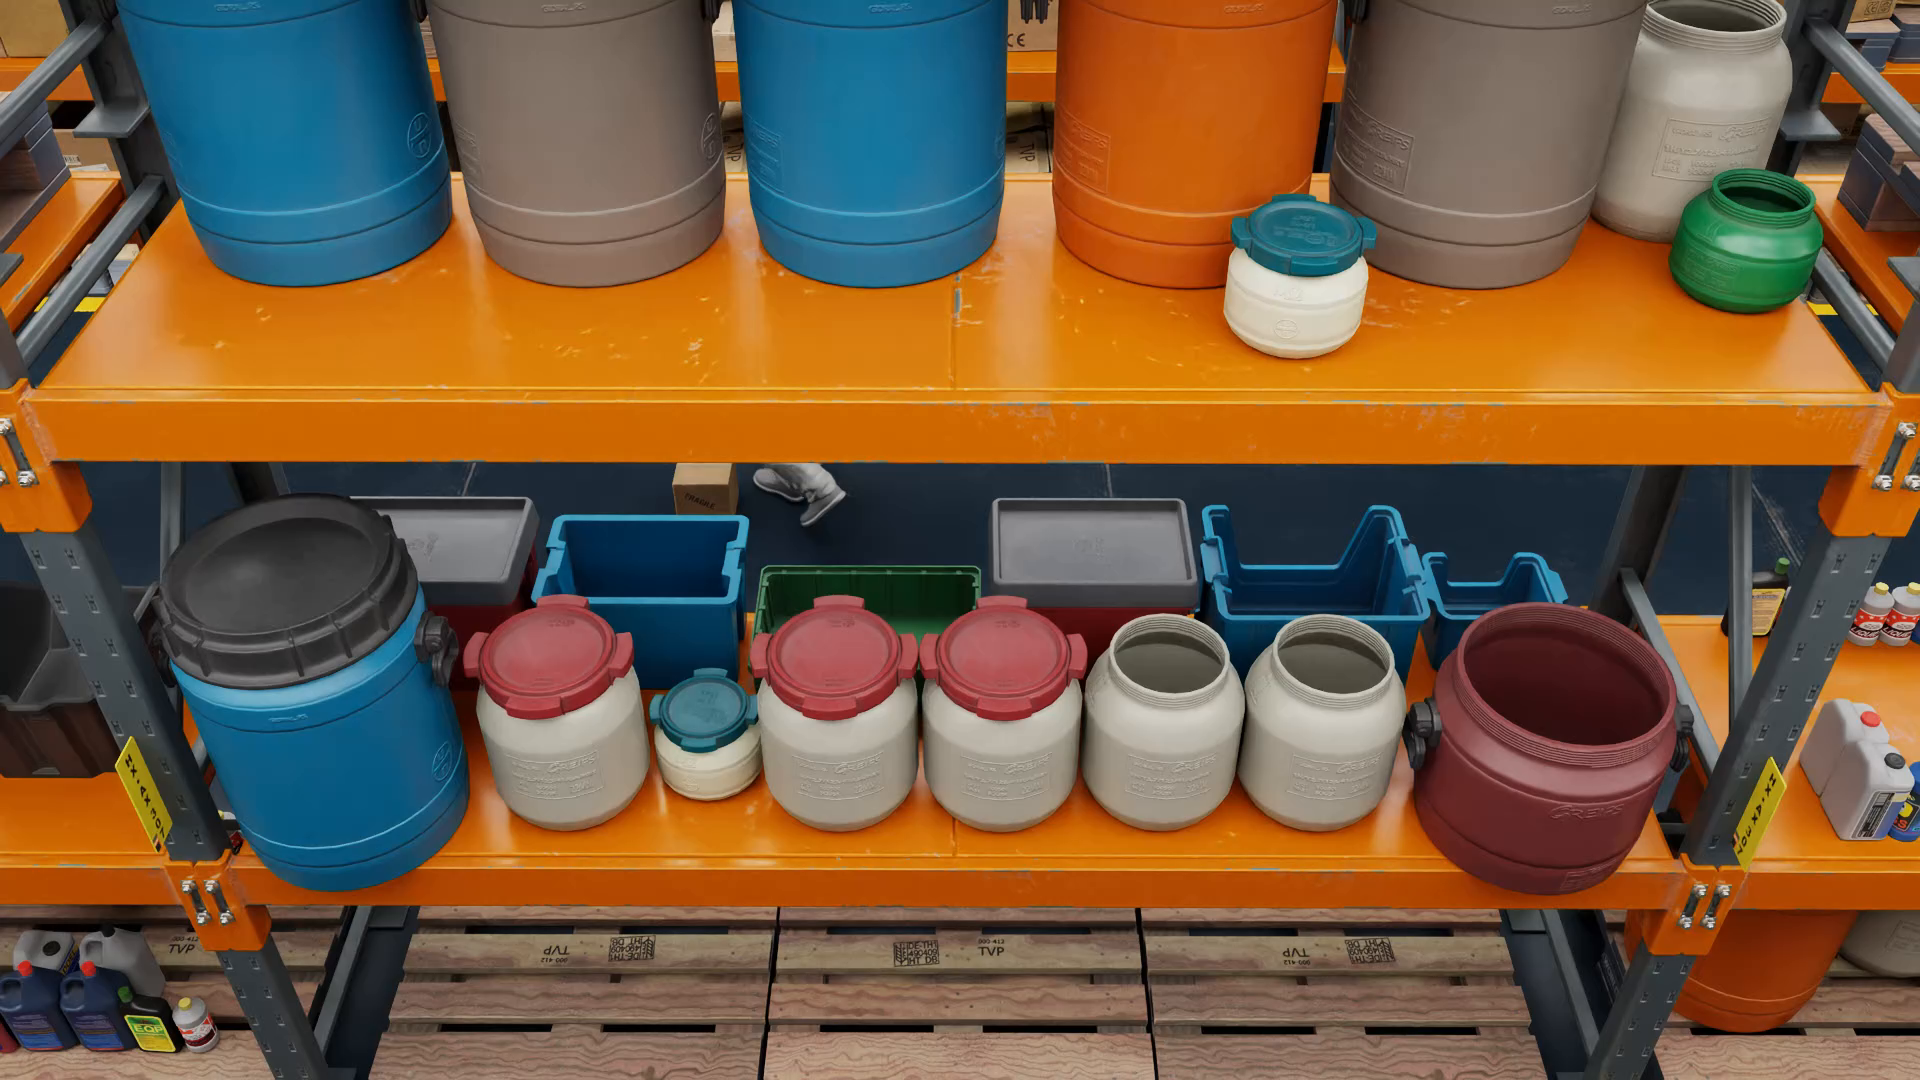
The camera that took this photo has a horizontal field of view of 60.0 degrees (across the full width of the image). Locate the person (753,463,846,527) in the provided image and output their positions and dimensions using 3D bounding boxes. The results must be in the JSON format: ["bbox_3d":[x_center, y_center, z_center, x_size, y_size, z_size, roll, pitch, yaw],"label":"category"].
[{"bbox_3d":[-0.737,-0.797,7.101,0.567,1.650,0.534,17,43,19],"label":"person"}]
